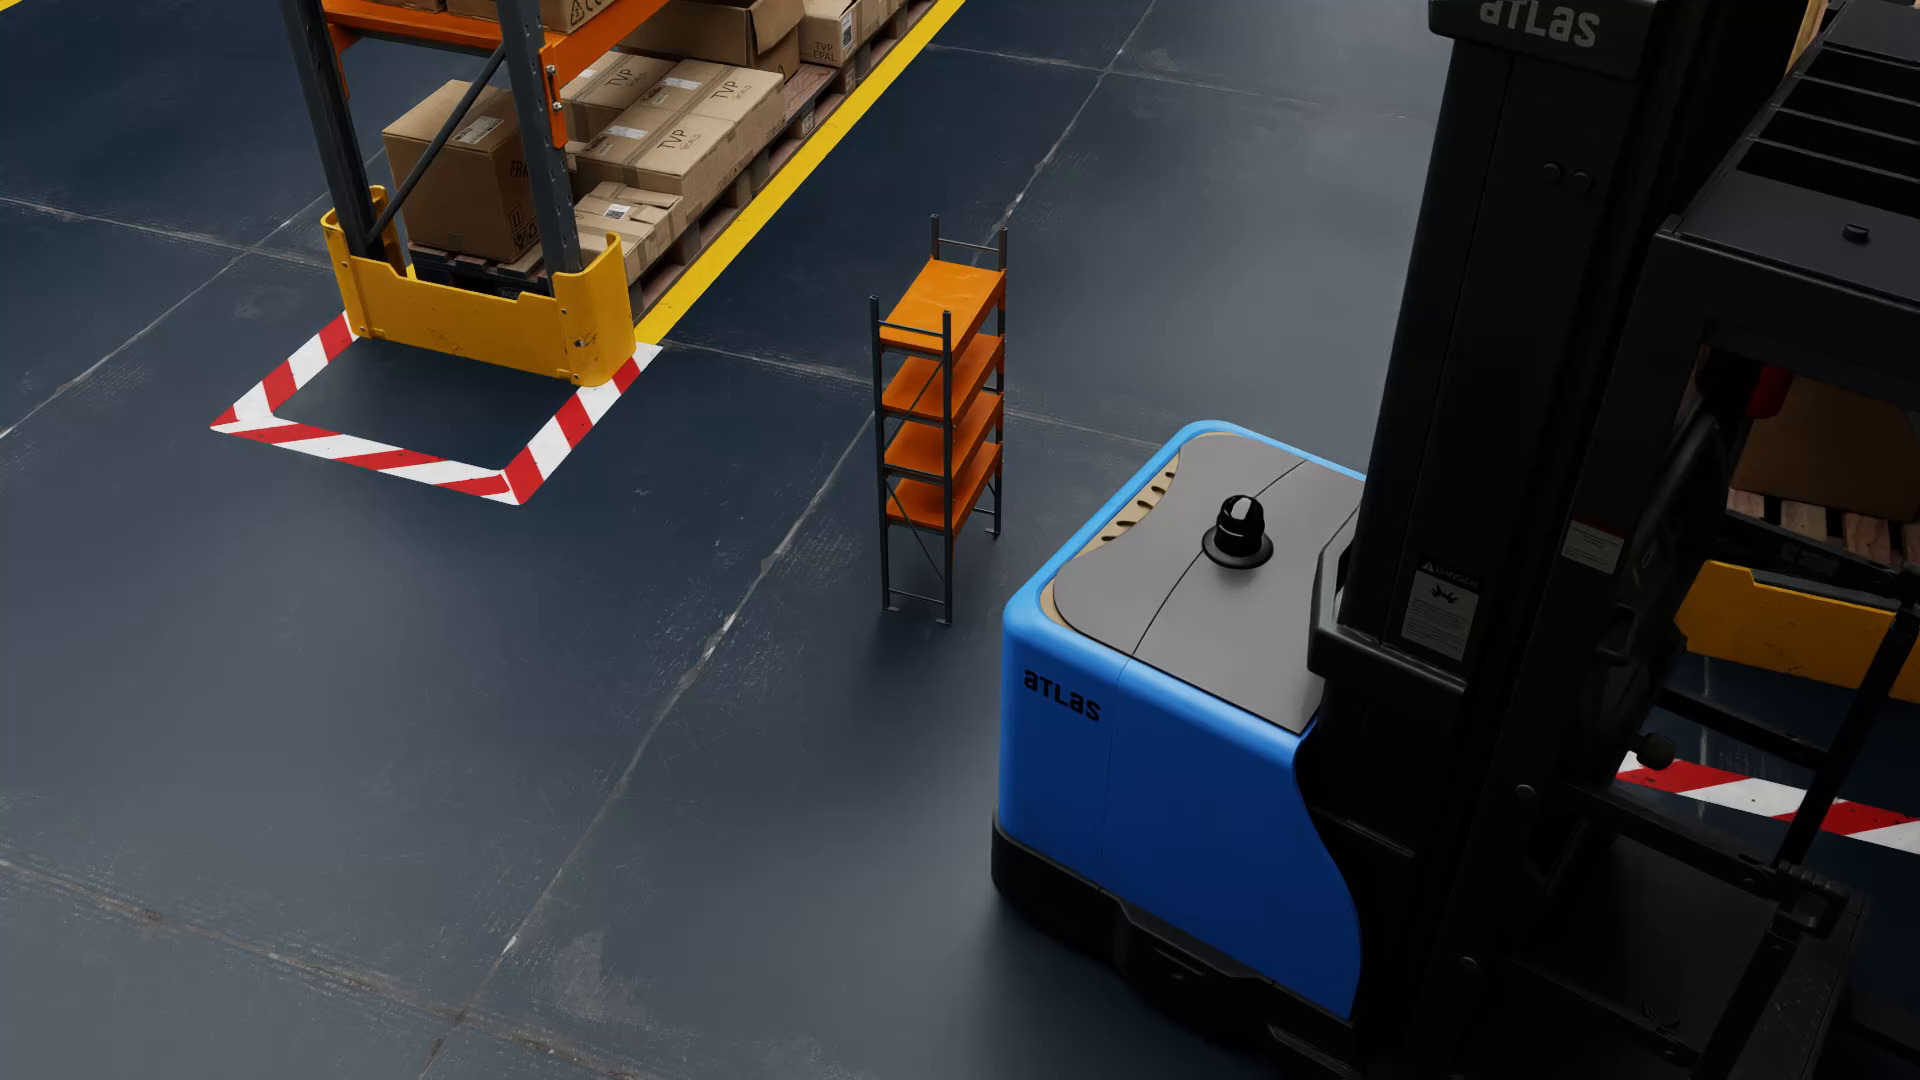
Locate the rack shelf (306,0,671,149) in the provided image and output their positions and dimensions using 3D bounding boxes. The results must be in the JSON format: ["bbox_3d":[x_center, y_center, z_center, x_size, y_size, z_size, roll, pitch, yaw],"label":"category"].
[{"bbox_3d":[-1.225,-2.854,7.339,1.077,0.370,4.000,13,42,15],"label":"rack shelf"}]

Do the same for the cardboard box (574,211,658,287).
[{"bbox_3d":[-1.442,-1.170,6.668,0.380,0.149,0.250,13,42,15],"label":"cardboard box"}]

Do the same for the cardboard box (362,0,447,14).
[{"bbox_3d":[-2.011,-2.280,6.034,0.500,0.500,0.500,15,43,16],"label":"cardboard box"}]

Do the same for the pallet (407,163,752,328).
[{"bbox_3d":[-1.611,-1.380,7.205,1.003,0.211,1.213,13,42,15],"label":"pallet"}]

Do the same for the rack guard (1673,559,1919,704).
[{"bbox_3d":[2.740,0.155,5.184,1.175,0.500,0.348,13,42,15],"label":"rack guard"}]

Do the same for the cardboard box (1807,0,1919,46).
[{"bbox_3d":[2.913,-1.238,4.659,0.980,0.700,0.700,15,43,17],"label":"cardboard box"}]

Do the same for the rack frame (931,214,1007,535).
[{"bbox_3d":[0.027,-0.504,5.417,0.240,1.200,0.015,13,42,15],"label":"rack frame"}]

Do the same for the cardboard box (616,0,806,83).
[{"bbox_3d":[-1.178,-2.418,7.858,0.797,0.503,0.637,13,42,15],"label":"cardboard box"}]

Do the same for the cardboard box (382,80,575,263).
[{"bbox_3d":[-1.954,-1.511,6.797,0.500,0.500,0.500,13,42,15],"label":"cardboard box"}]

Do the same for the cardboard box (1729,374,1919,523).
[{"bbox_3d":[2.893,-0.469,5.591,0.700,0.500,0.500,13,42,15],"label":"cardboard box"}]

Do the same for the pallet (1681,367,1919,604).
[{"bbox_3d":[2.948,-0.255,5.887,1.003,0.211,1.213,13,42,15],"label":"pallet"}]

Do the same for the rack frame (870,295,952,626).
[{"bbox_3d":[-0.140,-0.207,5.068,0.240,1.200,0.015,13,42,15],"label":"rack frame"}]

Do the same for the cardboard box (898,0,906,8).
[{"bbox_3d":[-0.469,-3.154,8.722,0.500,0.500,0.500,13,42,15],"label":"cardboard box"}]

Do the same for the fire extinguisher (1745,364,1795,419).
[{"bbox_3d":[2.263,-0.650,4.548,0.296,0.674,0.183,13,42,15],"label":"fire extinguisher"}]

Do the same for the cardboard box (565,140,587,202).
[{"bbox_3d":[-1.731,-1.611,7.171,0.380,0.166,0.250,13,42,15],"label":"cardboard box"}]

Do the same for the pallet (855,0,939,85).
[{"bbox_3d":[-0.776,-2.868,8.949,1.003,0.211,1.213,13,42,15],"label":"pallet"}]

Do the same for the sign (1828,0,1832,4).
[{"bbox_3d":[2.243,-1.470,4.088,0.100,0.325,0.005,13,42,15],"label":"sign"}]

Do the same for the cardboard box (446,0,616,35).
[{"bbox_3d":[-1.509,-2.158,5.892,0.500,0.500,0.500,14,42,16],"label":"cardboard box"}]

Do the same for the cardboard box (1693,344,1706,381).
[{"bbox_3d":[3.064,-0.774,5.949,0.700,0.500,0.500,13,42,15],"label":"cardboard box"}]

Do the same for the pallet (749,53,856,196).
[{"bbox_3d":[-1.192,-2.122,8.074,1.003,0.211,1.213,13,42,15],"label":"pallet"}]

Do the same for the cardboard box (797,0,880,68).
[{"bbox_3d":[-0.725,-2.624,8.248,0.500,0.311,0.500,13,42,15],"label":"cardboard box"}]

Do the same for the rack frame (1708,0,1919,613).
[{"bbox_3d":[2.748,-0.811,4.389,1.000,3.000,0.127,13,42,15],"label":"rack frame"}]

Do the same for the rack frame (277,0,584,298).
[{"bbox_3d":[-1.908,-1.908,5.675,1.000,3.000,0.127,13,42,15],"label":"rack frame"}]

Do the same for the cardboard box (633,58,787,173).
[{"bbox_3d":[-1.114,-1.908,7.455,0.500,0.250,0.500,13,42,15],"label":"cardboard box"}]

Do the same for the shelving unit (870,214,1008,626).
[{"bbox_3d":[-0.057,-0.355,5.242,0.258,1.200,0.503,13,42,15],"label":"shelving unit"}]

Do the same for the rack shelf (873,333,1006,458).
[{"bbox_3d":[-0.057,-0.474,5.141,0.258,0.148,0.480,13,42,15],"label":"rack shelf"}]

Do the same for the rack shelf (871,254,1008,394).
[{"bbox_3d":[-0.057,-0.654,4.987,0.258,0.148,0.480,13,42,15],"label":"rack shelf"}]

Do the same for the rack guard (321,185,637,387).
[{"bbox_3d":[-1.882,-1.004,6.541,1.175,0.500,0.348,13,42,15],"label":"rack guard"}]

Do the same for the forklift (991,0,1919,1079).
[{"bbox_3d":[1.584,0.159,3.306,3.031,2.935,1.130,25,46,26],"label":"forklift"}]

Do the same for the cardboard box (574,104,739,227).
[{"bbox_3d":[-1.285,-1.603,7.097,0.500,0.250,0.500,13,42,15],"label":"cardboard box"}]

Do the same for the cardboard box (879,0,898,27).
[{"bbox_3d":[-0.541,-2.778,8.553,0.380,0.149,0.250,13,42,15],"label":"cardboard box"}]

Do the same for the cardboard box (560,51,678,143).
[{"bbox_3d":[-1.601,-1.989,7.549,0.500,0.250,0.500,13,42,15],"label":"cardboard box"}]

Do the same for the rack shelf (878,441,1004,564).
[{"bbox_3d":[-0.057,-0.153,5.415,0.258,0.148,0.480,13,42,15],"label":"rack shelf"}]

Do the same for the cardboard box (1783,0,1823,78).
[{"bbox_3d":[3.151,-1.685,5.182,0.980,0.700,0.700,13,42,15],"label":"cardboard box"}]

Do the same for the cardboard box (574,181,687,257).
[{"bbox_3d":[-1.357,-1.329,6.841,0.380,0.166,0.250,13,42,15],"label":"cardboard box"}]

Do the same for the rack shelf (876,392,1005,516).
[{"bbox_3d":[-0.057,-0.304,5.286,0.258,0.148,0.480,13,42,15],"label":"rack shelf"}]
